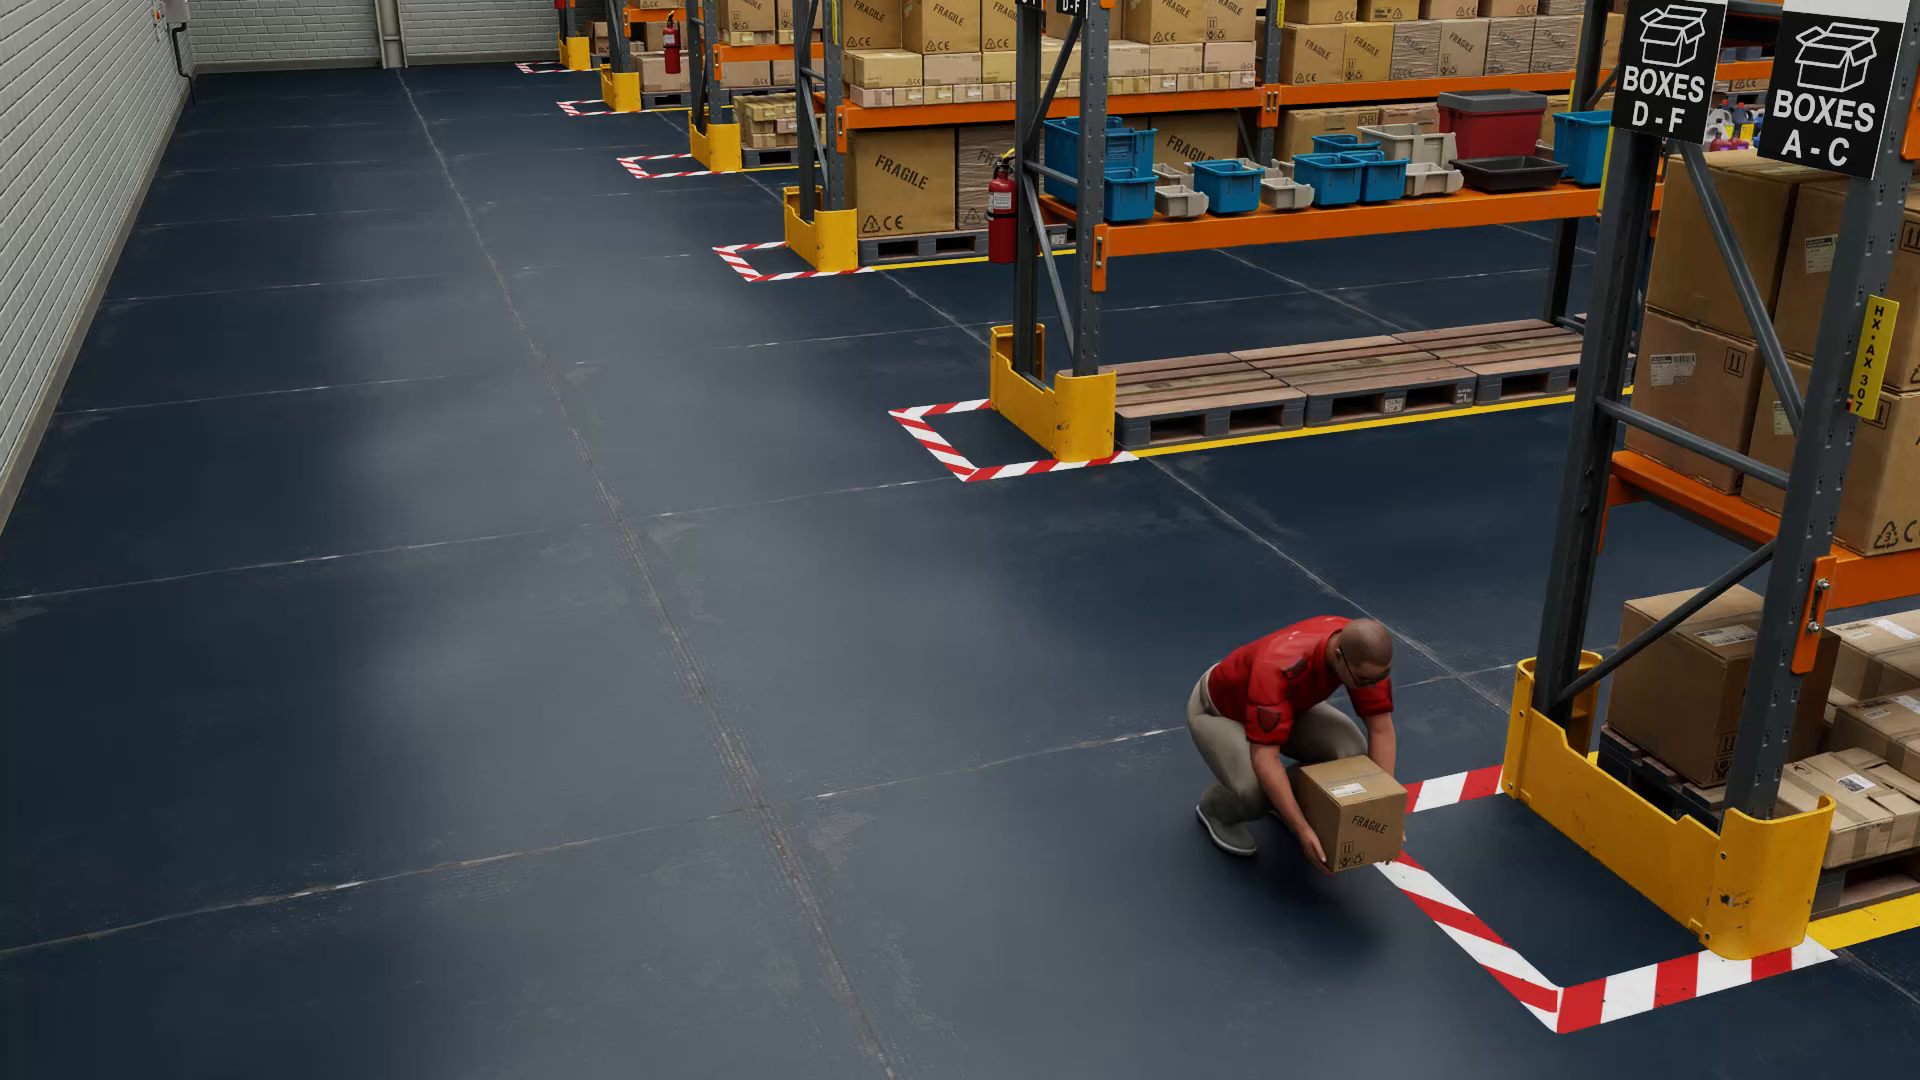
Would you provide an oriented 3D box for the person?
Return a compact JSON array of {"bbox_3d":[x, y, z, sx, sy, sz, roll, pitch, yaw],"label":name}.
[{"bbox_3d":[1.133,0.596,5.603,0.554,0.920,0.861,-9,24,-21],"label":"person"}]
